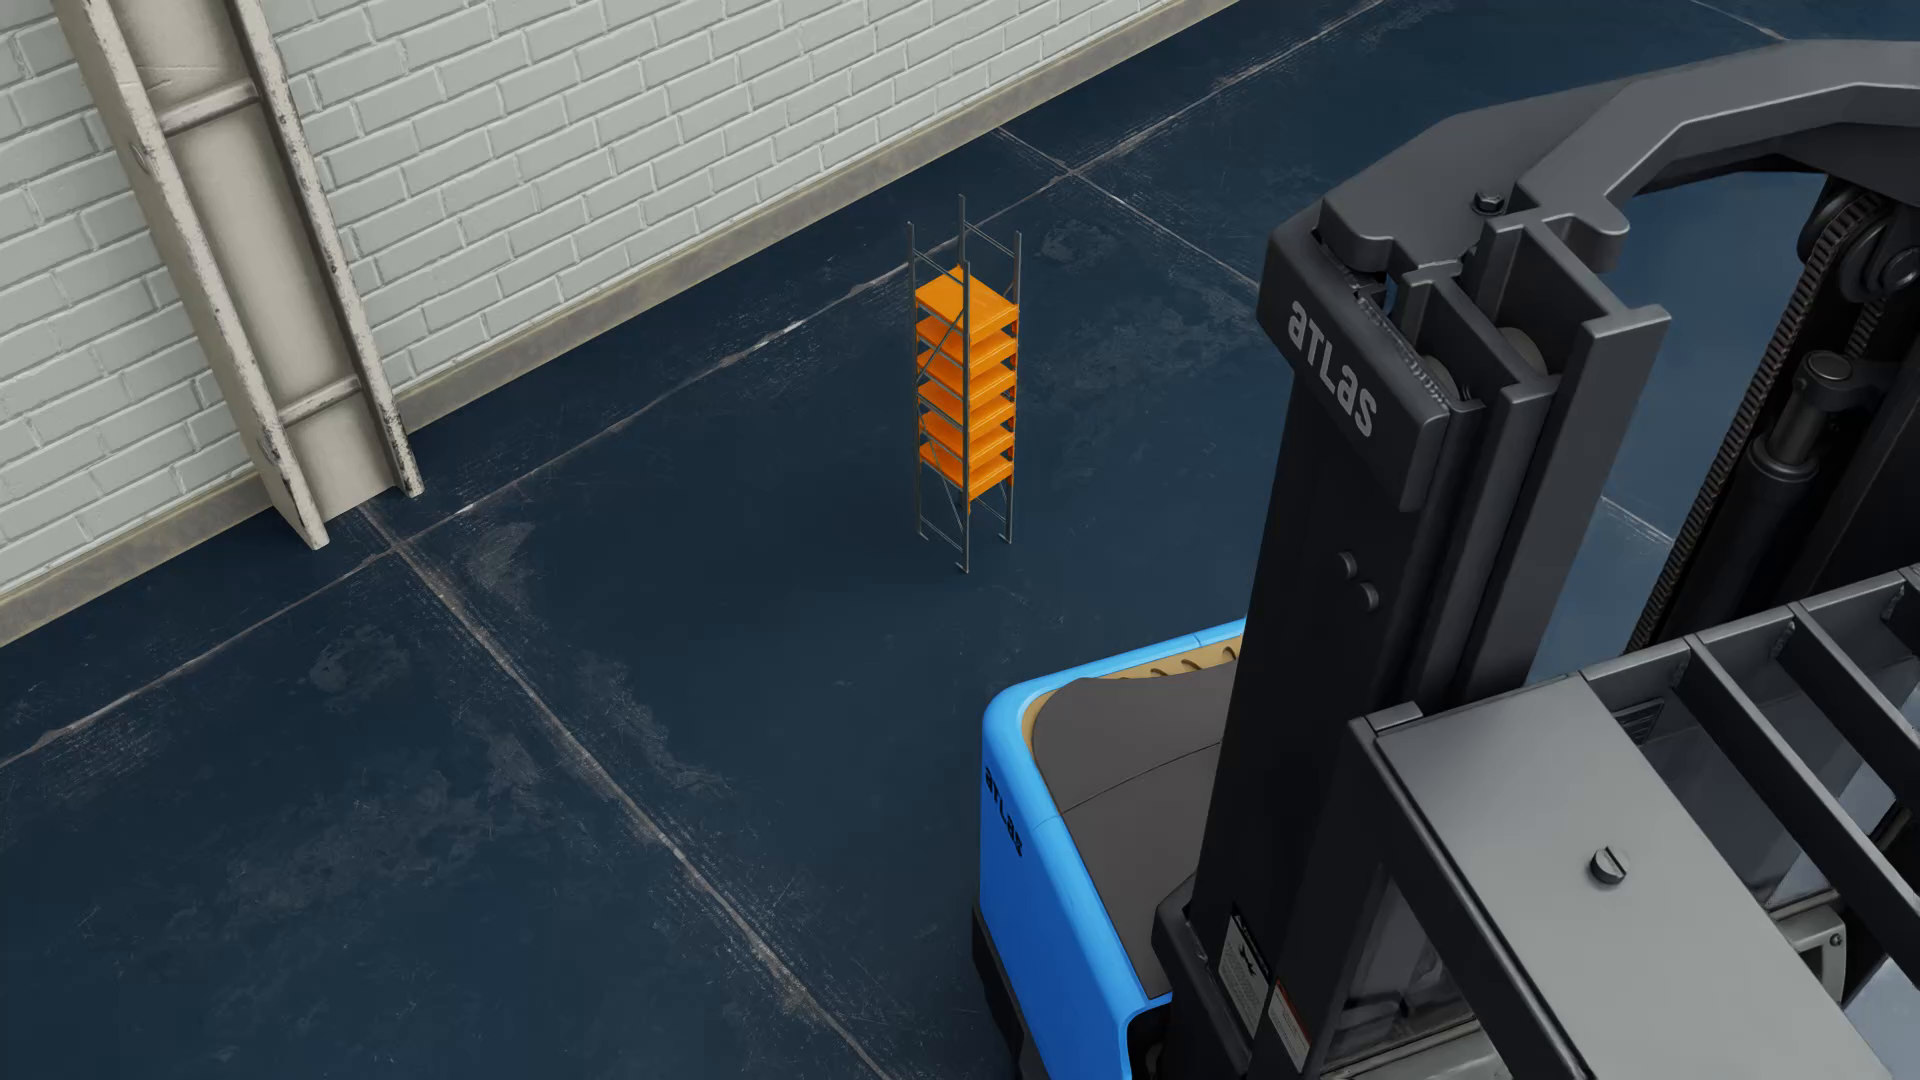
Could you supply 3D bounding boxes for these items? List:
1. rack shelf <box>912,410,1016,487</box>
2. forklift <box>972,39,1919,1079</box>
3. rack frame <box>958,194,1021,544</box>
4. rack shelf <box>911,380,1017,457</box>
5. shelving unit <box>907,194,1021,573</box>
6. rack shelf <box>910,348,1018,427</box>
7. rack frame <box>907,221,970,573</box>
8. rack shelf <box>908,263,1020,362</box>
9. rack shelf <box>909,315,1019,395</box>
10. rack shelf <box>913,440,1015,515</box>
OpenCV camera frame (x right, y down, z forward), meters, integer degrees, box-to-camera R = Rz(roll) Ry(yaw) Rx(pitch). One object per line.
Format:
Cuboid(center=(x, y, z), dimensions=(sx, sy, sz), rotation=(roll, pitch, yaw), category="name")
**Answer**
Cuboid(center=(0.011, -0.303, 4.936), dimensions=(0.180, 0.103, 0.258), rotation=(-34, 56, -27), category="rack shelf")
Cuboid(center=(1.008, 0.957, 2.373), dimensions=(1.130, 2.935, 3.031), rotation=(-15, 49, -13), category="forklift")
Cuboid(center=(0.078, -0.459, 4.857), dimensions=(0.006, 1.200, 0.240), rotation=(-34, 56, -27), category="rack frame")
Cuboid(center=(0.011, -0.384, 4.848), dimensions=(0.180, 0.103, 0.258), rotation=(-34, 56, -27), category="rack shelf")
Cuboid(center=(0.011, -0.414, 4.816), dimensions=(0.189, 1.200, 0.258), rotation=(-34, 56, -27), category="shelving unit")
Cuboid(center=(0.011, -0.465, 4.760), dimensions=(0.180, 0.103, 0.258), rotation=(-34, 56, -27), category="rack shelf")
Cuboid(center=(-0.057, -0.369, 4.774), dimensions=(0.006, 1.200, 0.240), rotation=(-34, 56, -27), category="rack frame")
Cuboid(center=(0.011, -0.628, 4.584), dimensions=(0.180, 0.103, 0.258), rotation=(-34, 56, -27), category="rack shelf")
Cuboid(center=(0.011, -0.547, 4.672), dimensions=(0.180, 0.103, 0.258), rotation=(-34, 56, -27), category="rack shelf")
Cuboid(center=(0.011, -0.221, 5.025), dimensions=(0.180, 0.103, 0.258), rotation=(-34, 56, -27), category="rack shelf")
